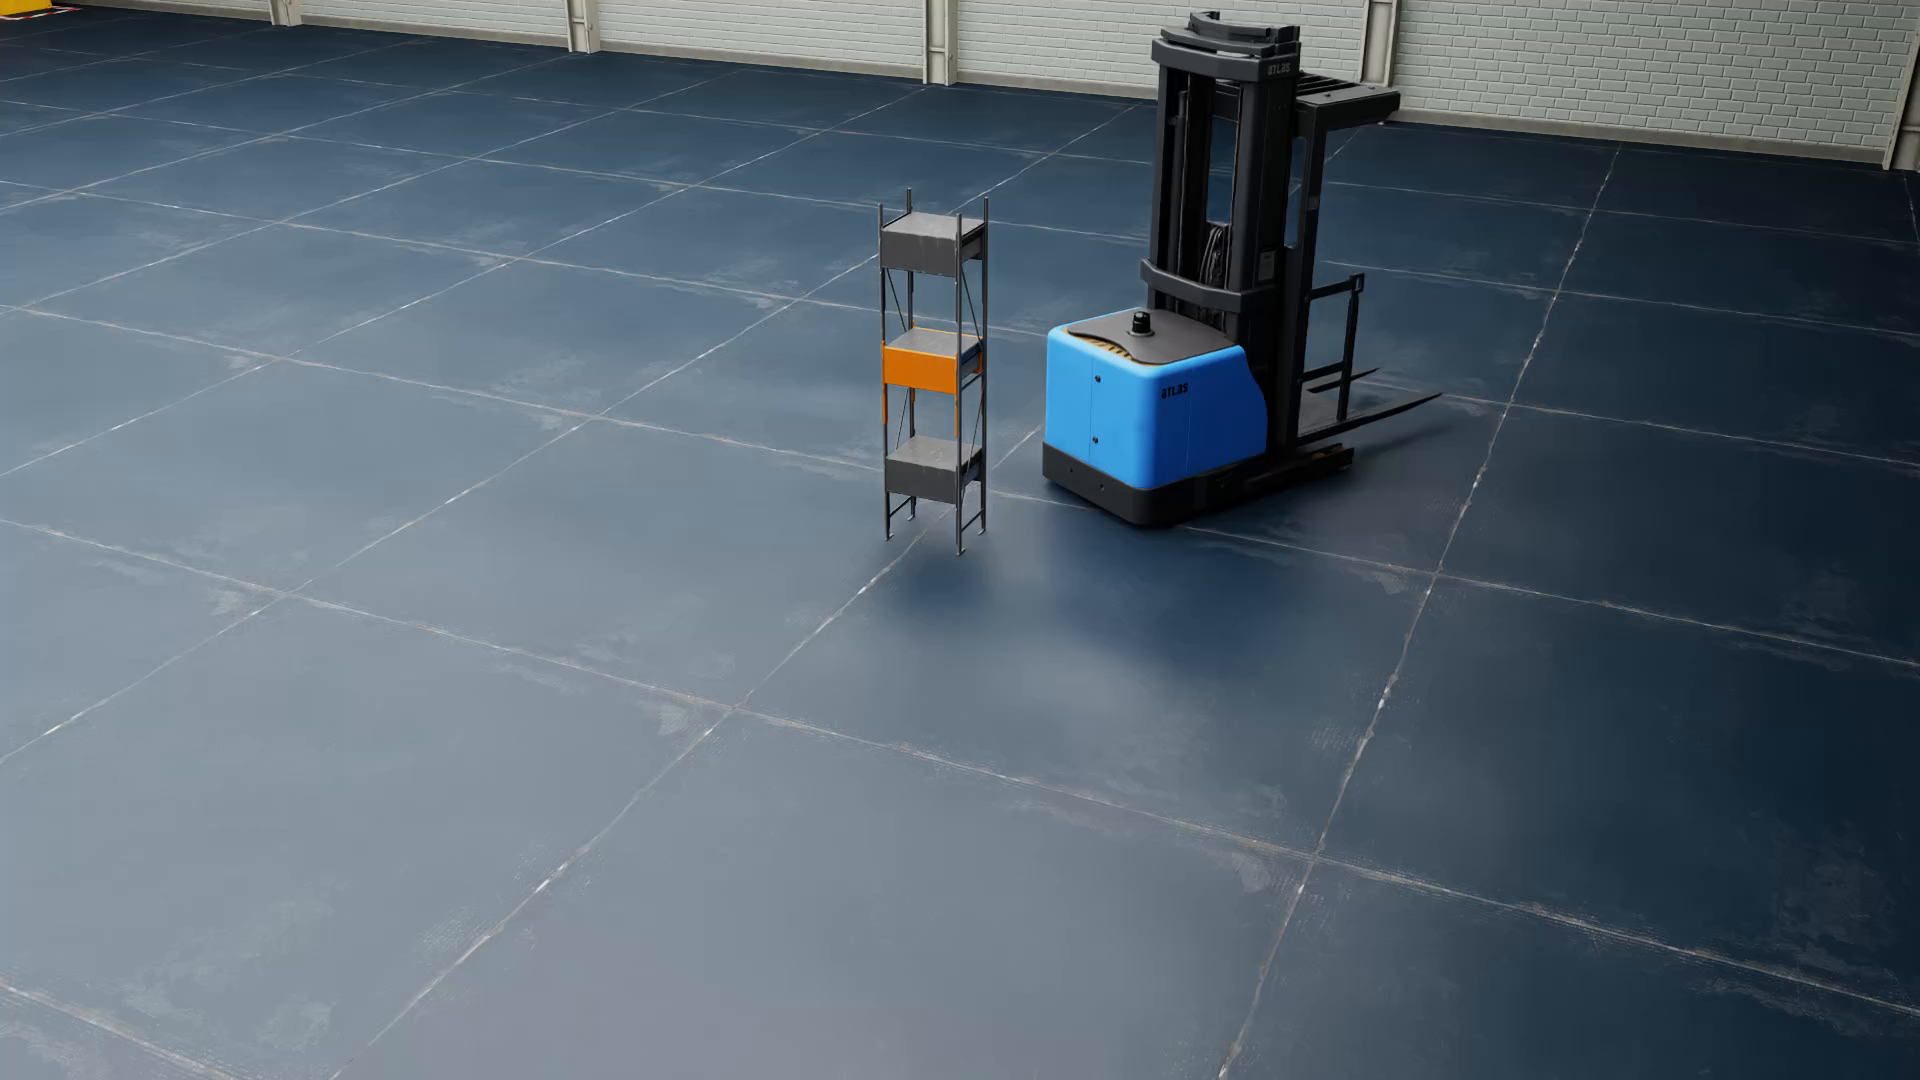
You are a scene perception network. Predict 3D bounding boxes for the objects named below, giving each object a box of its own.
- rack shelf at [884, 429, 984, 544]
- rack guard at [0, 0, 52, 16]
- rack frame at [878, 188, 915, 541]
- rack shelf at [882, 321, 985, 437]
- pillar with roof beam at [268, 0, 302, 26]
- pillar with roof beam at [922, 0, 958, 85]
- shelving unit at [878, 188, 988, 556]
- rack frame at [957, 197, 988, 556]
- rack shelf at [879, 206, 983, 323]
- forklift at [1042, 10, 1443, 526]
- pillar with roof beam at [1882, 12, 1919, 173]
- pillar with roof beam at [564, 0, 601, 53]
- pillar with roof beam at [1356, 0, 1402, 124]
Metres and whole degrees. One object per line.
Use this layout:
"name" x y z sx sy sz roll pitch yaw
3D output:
"rack shelf" -0.151 -0.332 10.163 0.480 0.518 0.431 11 28 22
"rack guard" -16.379 -9.418 28.813 0.348 0.500 1.175 11 28 22
"rack frame" -0.373 -1.017 9.938 0.015 2.100 0.400 11 28 22
"rack shelf" -0.151 -0.960 9.854 0.480 0.518 0.431 11 28 22
"pillar with roof beam" -12.982 -10.897 22.195 0.400 9.000 9.100 11 28 22
"pillar with roof beam" -2.058 -8.703 17.739 0.400 9.000 9.100 11 28 22
"shelving unit" -0.151 -0.972 9.848 0.503 2.100 0.431 11 28 22
"rack frame" 0.071 -0.928 9.757 0.015 2.100 0.400 11 28 22
"rack shelf" -0.151 -1.588 9.545 0.480 0.518 0.431 11 28 22
"forklift" 2.035 -1.903 10.796 3.031 2.935 1.130 -18 31 -32
"pillar with roof beam" 8.865 -6.509 13.282 0.400 9.000 9.100 11 28 22
"pillar with roof beam" -7.520 -9.800 19.967 0.400 9.000 9.100 11 28 22
"pillar with roof beam" 3.404 -7.606 15.510 0.400 9.000 9.100 11 28 22
